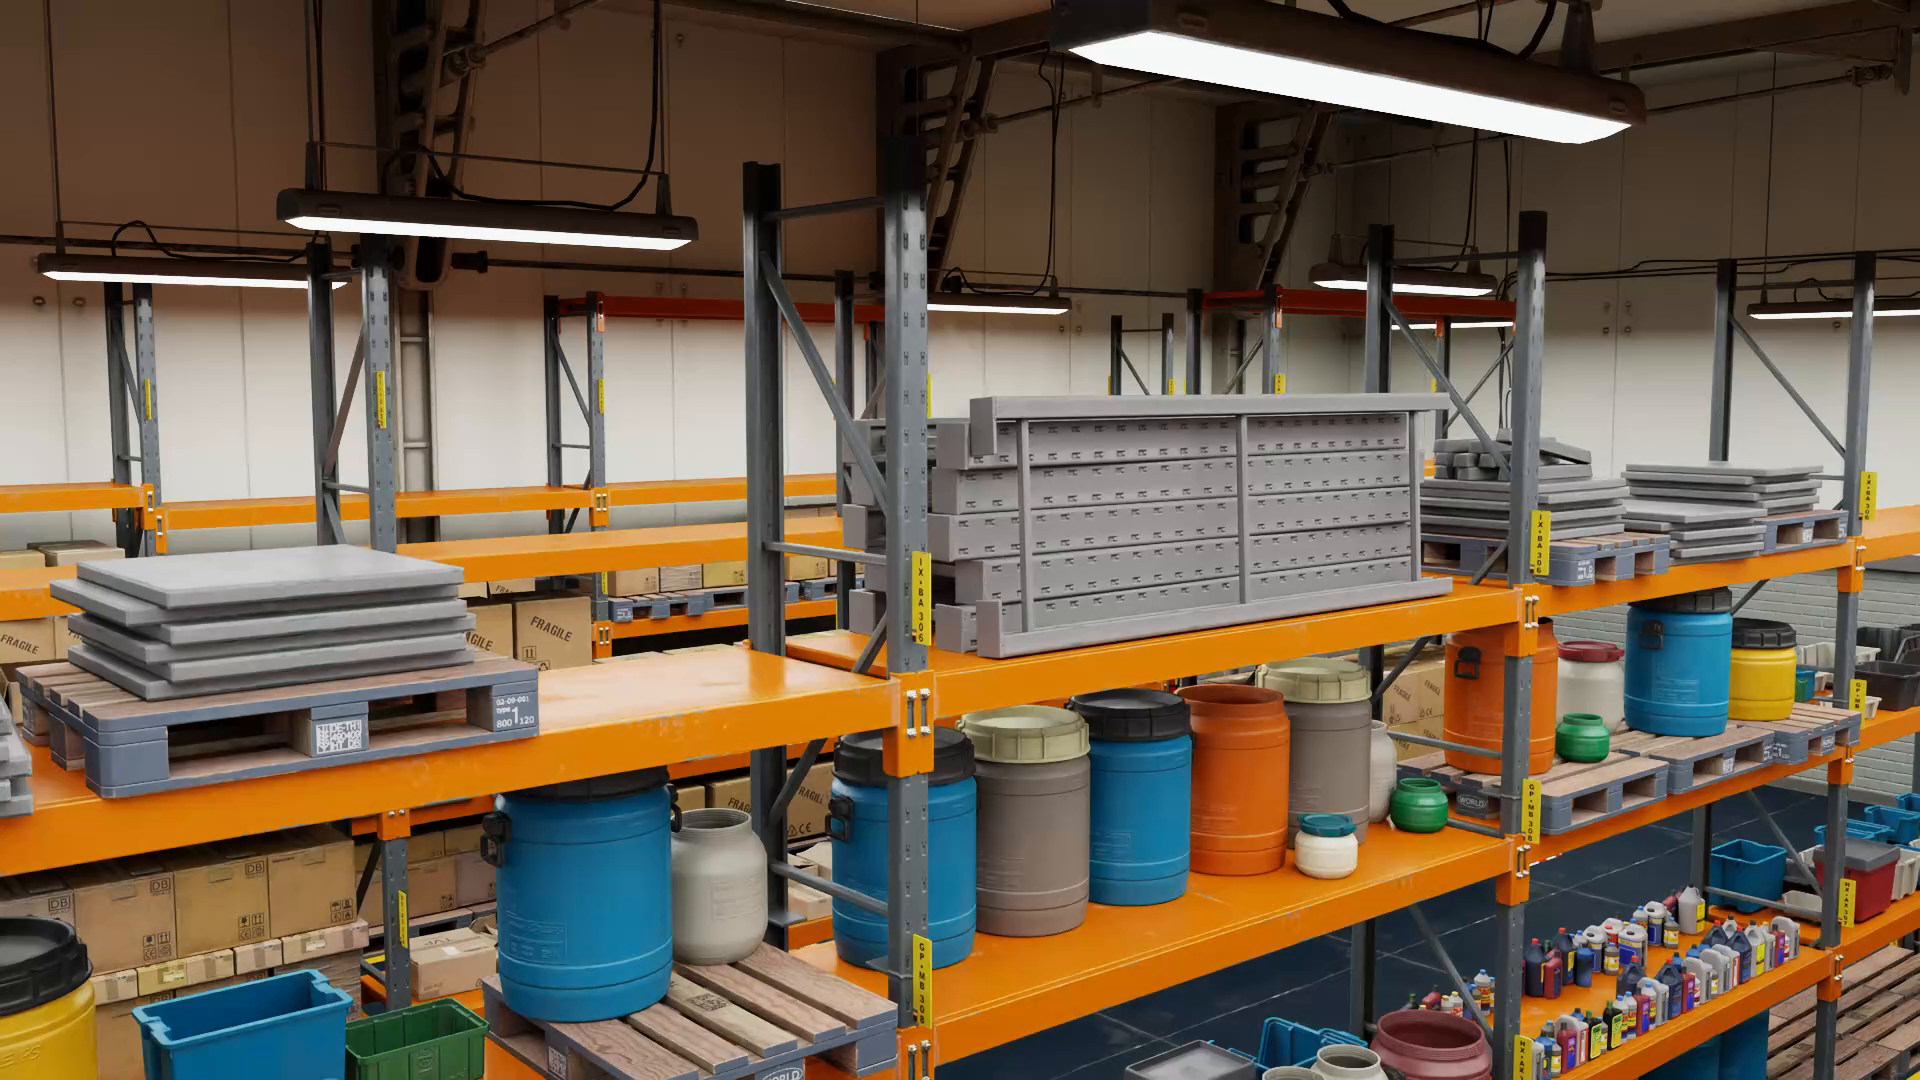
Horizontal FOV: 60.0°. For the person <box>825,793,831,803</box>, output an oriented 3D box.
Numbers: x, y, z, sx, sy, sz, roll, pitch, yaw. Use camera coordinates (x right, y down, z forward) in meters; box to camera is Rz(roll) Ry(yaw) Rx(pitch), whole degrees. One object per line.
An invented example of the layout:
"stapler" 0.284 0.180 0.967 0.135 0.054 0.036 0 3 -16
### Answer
"person" -0.935 2.708 15.304 0.728 1.710 0.549 -5 7 -42
